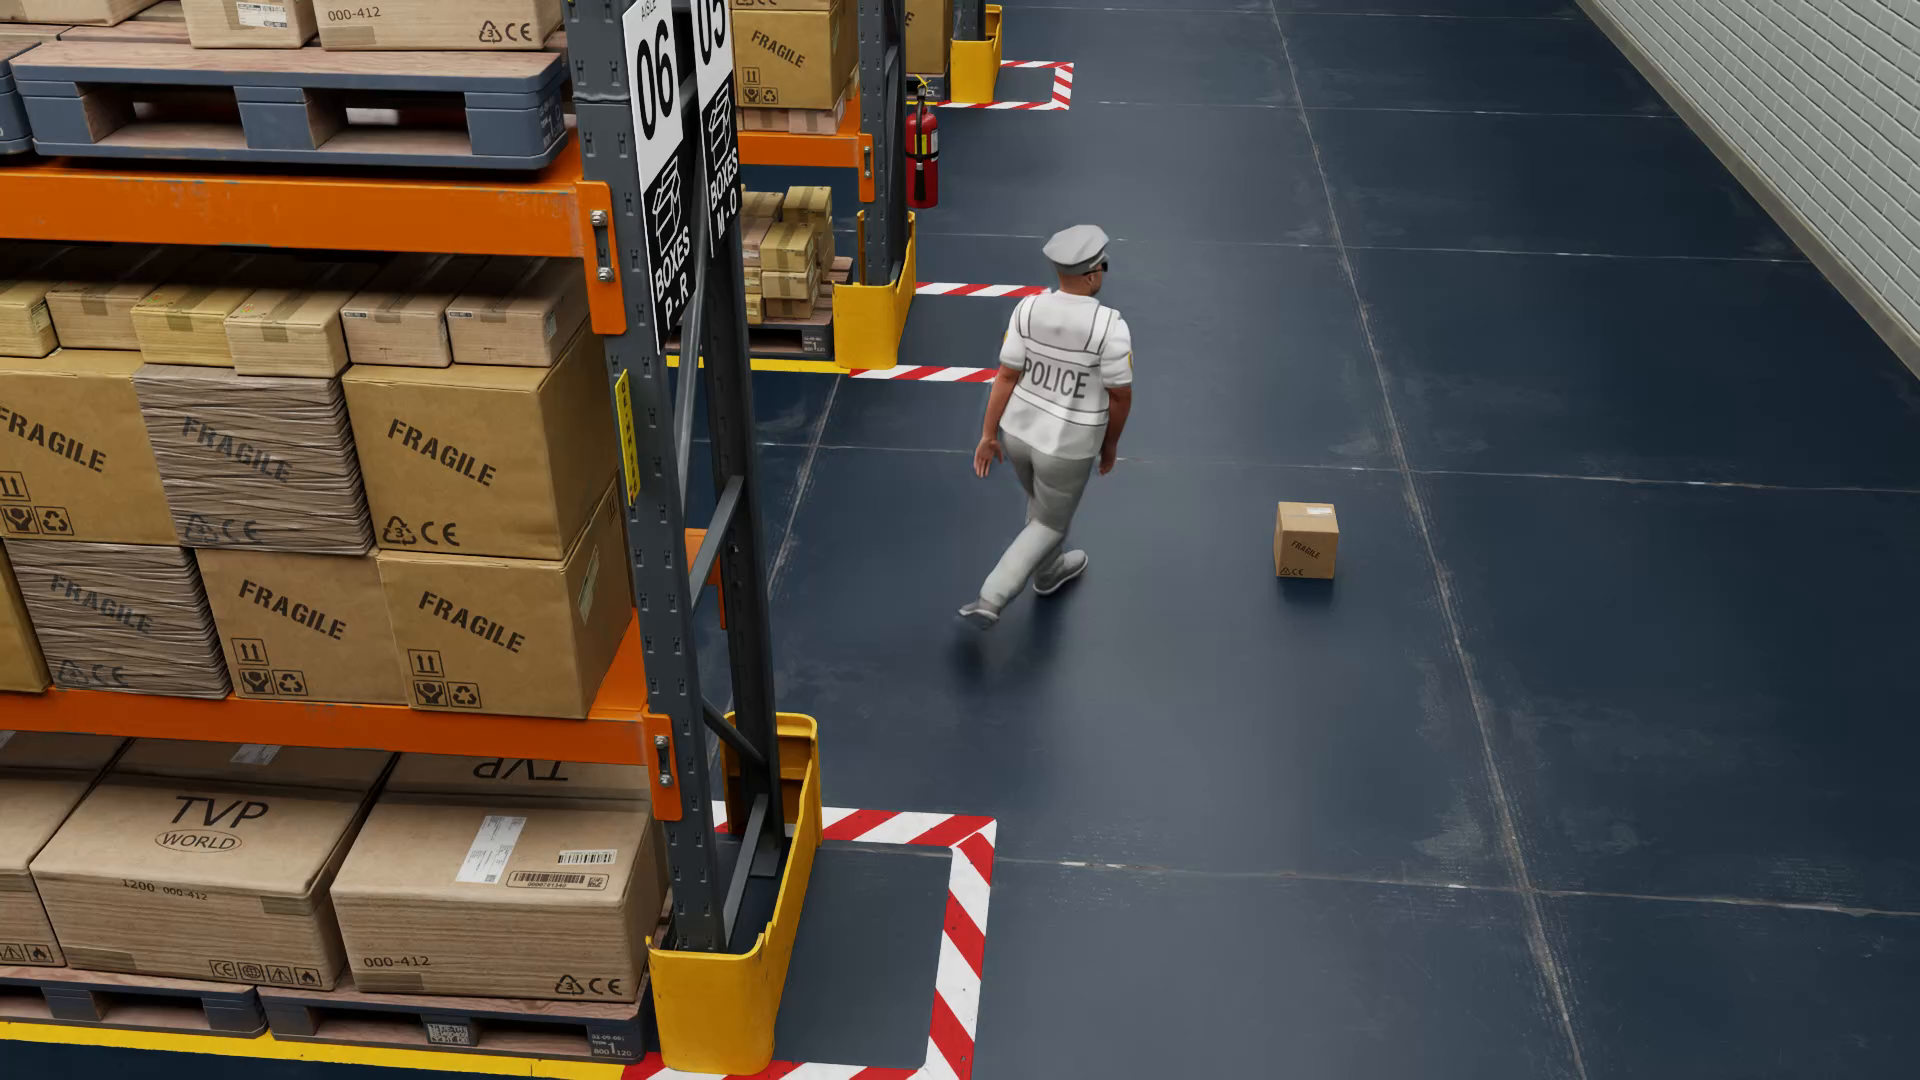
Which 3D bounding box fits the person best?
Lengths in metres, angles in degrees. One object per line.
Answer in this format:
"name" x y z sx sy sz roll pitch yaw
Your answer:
"person" 0.379 -0.399 6.768 0.576 1.724 0.893 19 37 28
